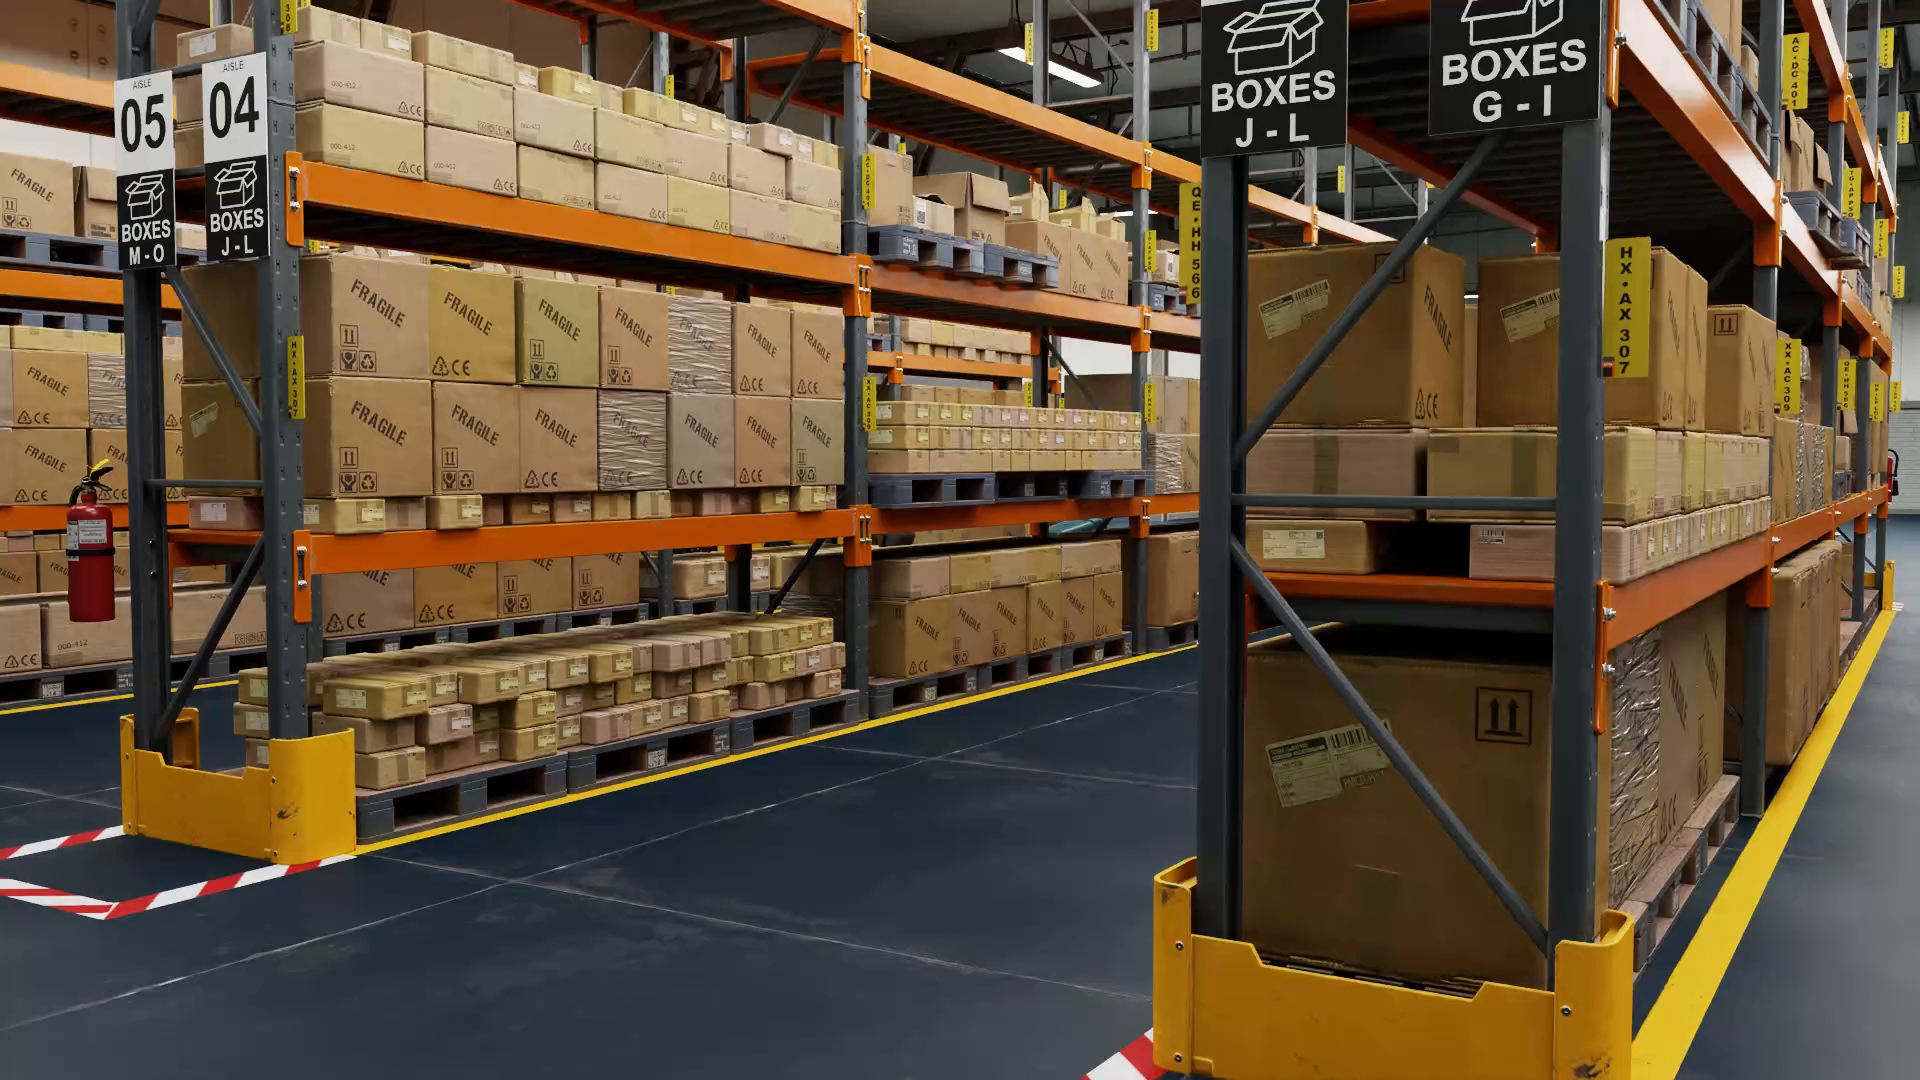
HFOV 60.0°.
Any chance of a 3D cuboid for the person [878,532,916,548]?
[{"bbox_3d":[-0.645,-0.051,16.648,0.349,1.655,0.509,2,3,31],"label":"person"}]
